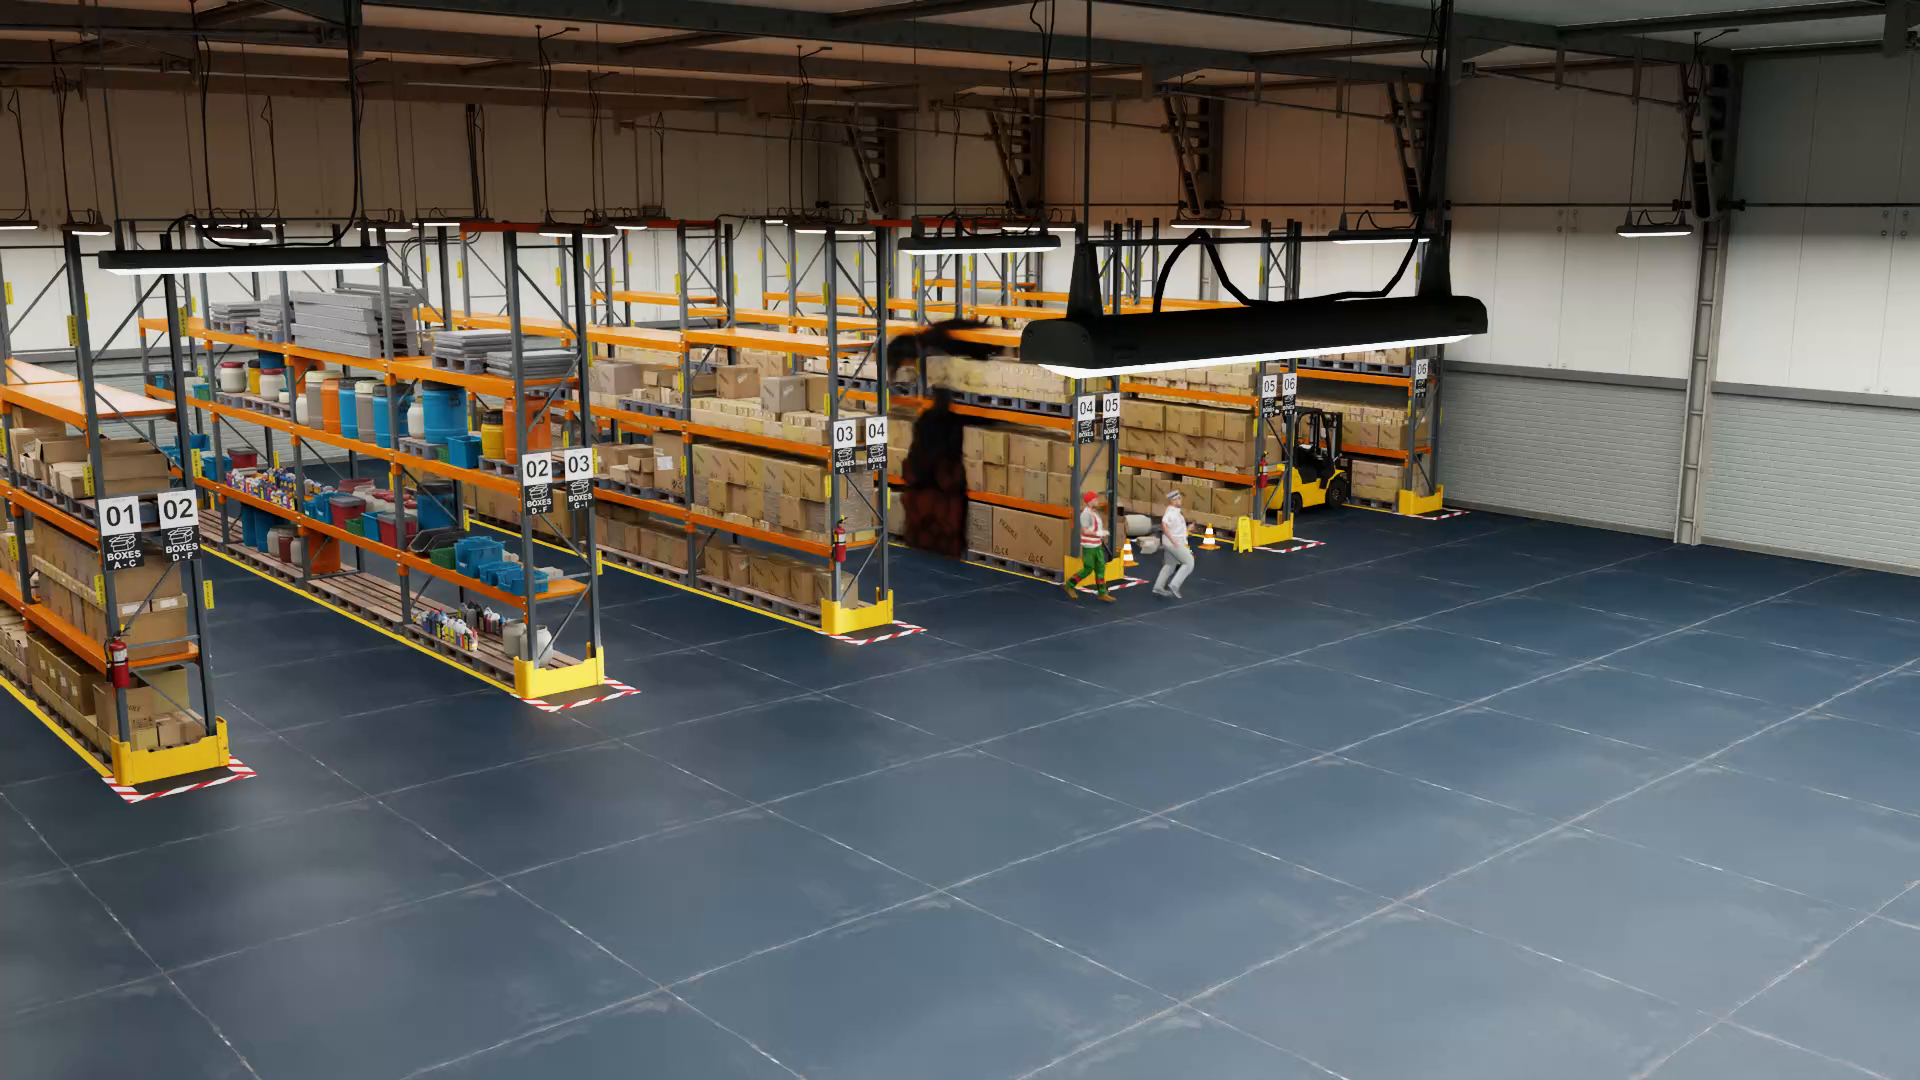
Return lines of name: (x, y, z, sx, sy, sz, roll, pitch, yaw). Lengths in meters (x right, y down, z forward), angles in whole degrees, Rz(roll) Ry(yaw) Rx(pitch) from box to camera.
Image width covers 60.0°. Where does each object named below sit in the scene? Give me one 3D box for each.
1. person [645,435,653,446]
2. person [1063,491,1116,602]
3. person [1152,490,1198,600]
person: (-7.625, -2.758, 41.397, 0.854, 1.618, 0.667, 4, 12, 20)
person: (2.098, 0.099, 26.751, 0.865, 1.783, 0.673, 4, 12, 20)
person: (3.514, 0.077, 27.060, 0.720, 1.806, 0.639, -1, 11, -5)
